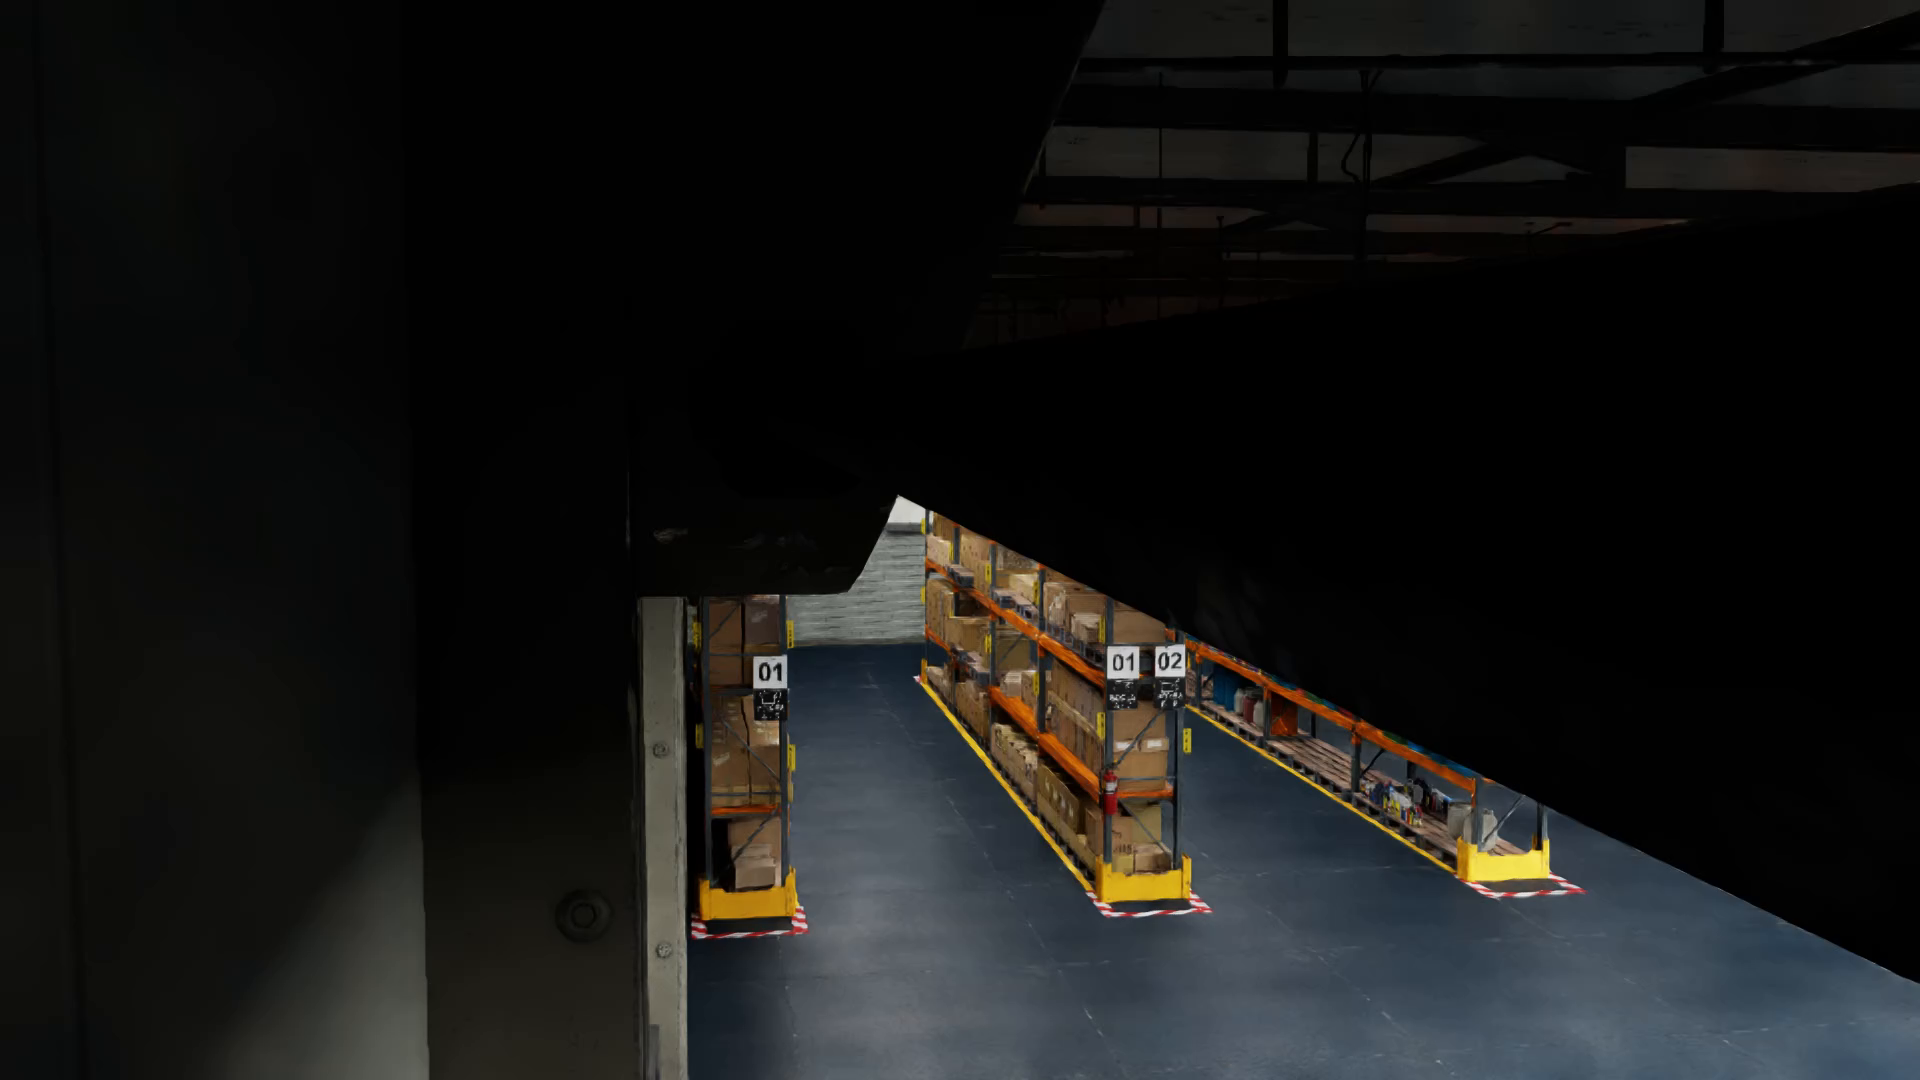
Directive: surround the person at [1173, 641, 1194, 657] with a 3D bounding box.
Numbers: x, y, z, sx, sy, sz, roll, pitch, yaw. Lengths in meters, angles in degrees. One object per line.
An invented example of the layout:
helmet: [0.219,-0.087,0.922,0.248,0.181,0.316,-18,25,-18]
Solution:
person: [5.292,1.977,39.806,0.504,1.724,0.721,3,6,34]
